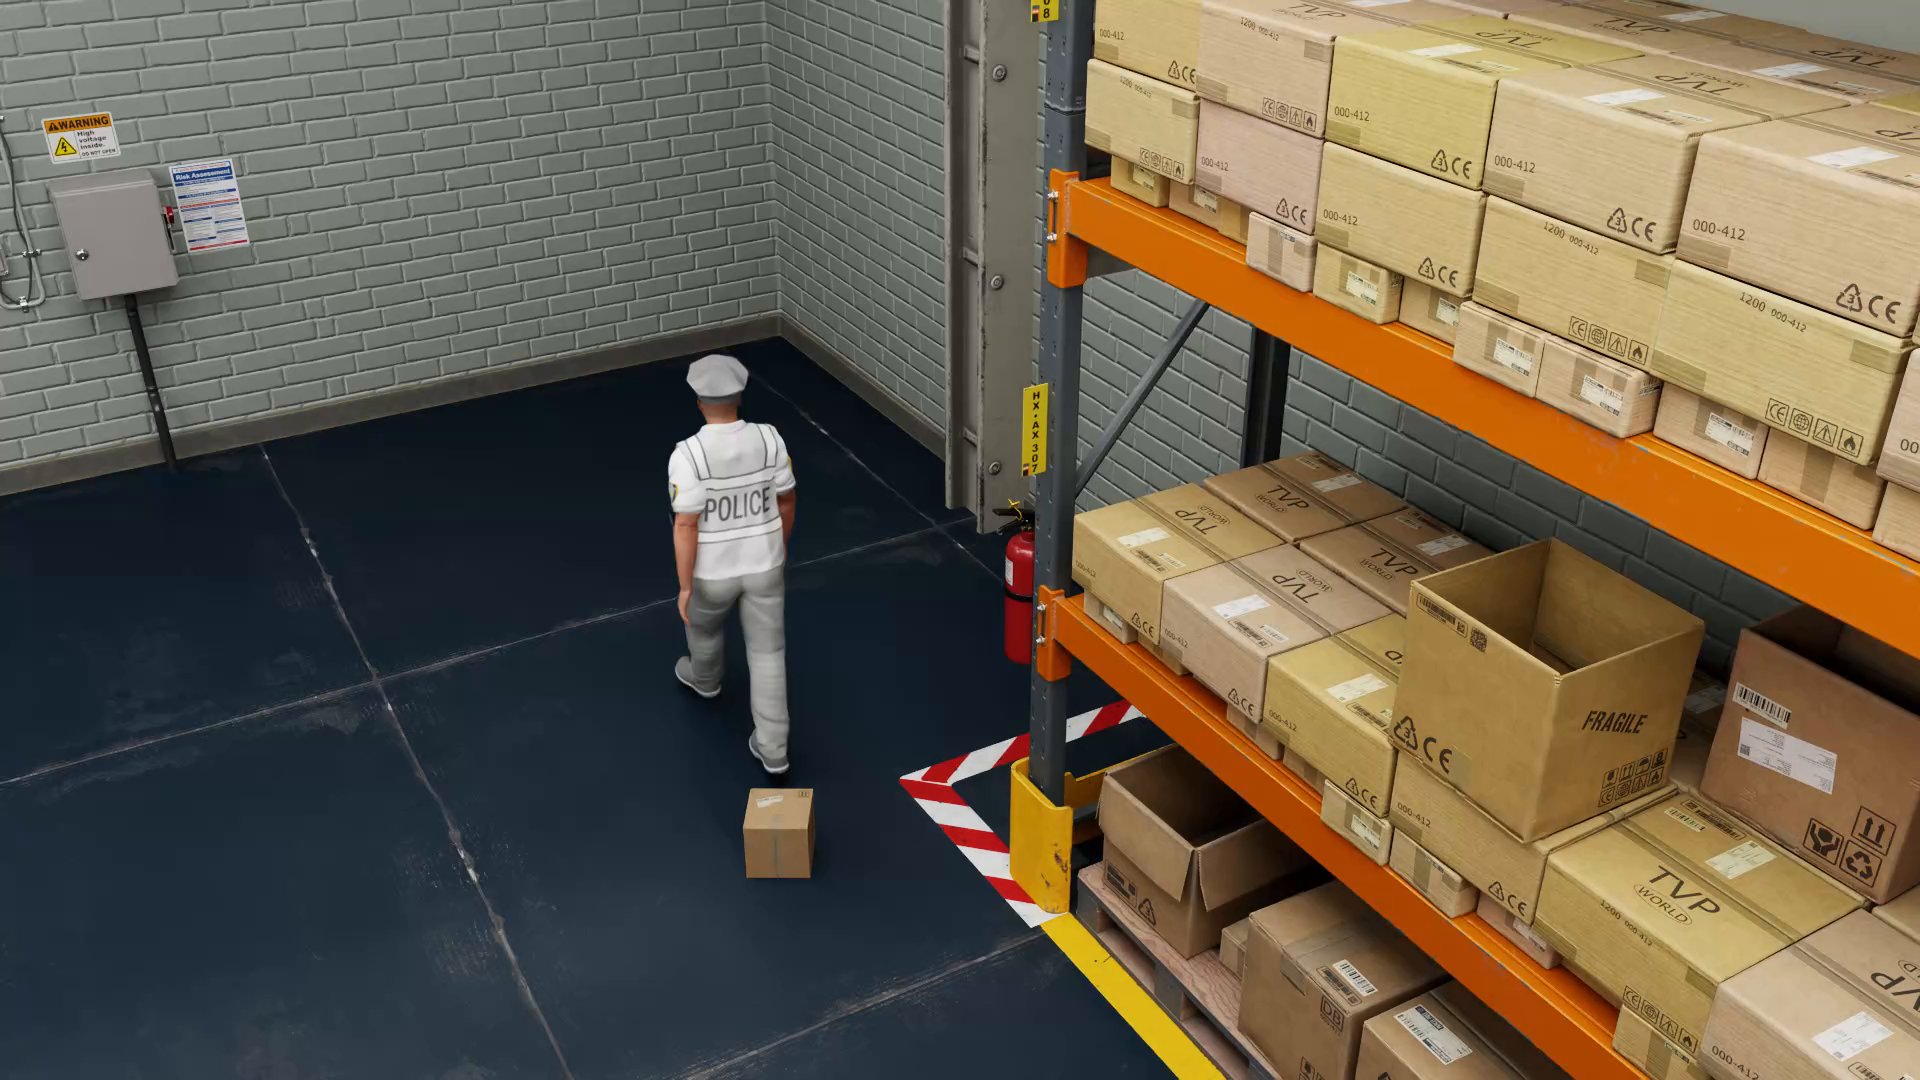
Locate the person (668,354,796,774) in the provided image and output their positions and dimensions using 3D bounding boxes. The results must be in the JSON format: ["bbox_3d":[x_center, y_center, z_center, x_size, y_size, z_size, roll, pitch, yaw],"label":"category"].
[{"bbox_3d":[-0.959,0.045,7.008,0.569,1.701,1.005,-10,30,-17],"label":"person"}]
